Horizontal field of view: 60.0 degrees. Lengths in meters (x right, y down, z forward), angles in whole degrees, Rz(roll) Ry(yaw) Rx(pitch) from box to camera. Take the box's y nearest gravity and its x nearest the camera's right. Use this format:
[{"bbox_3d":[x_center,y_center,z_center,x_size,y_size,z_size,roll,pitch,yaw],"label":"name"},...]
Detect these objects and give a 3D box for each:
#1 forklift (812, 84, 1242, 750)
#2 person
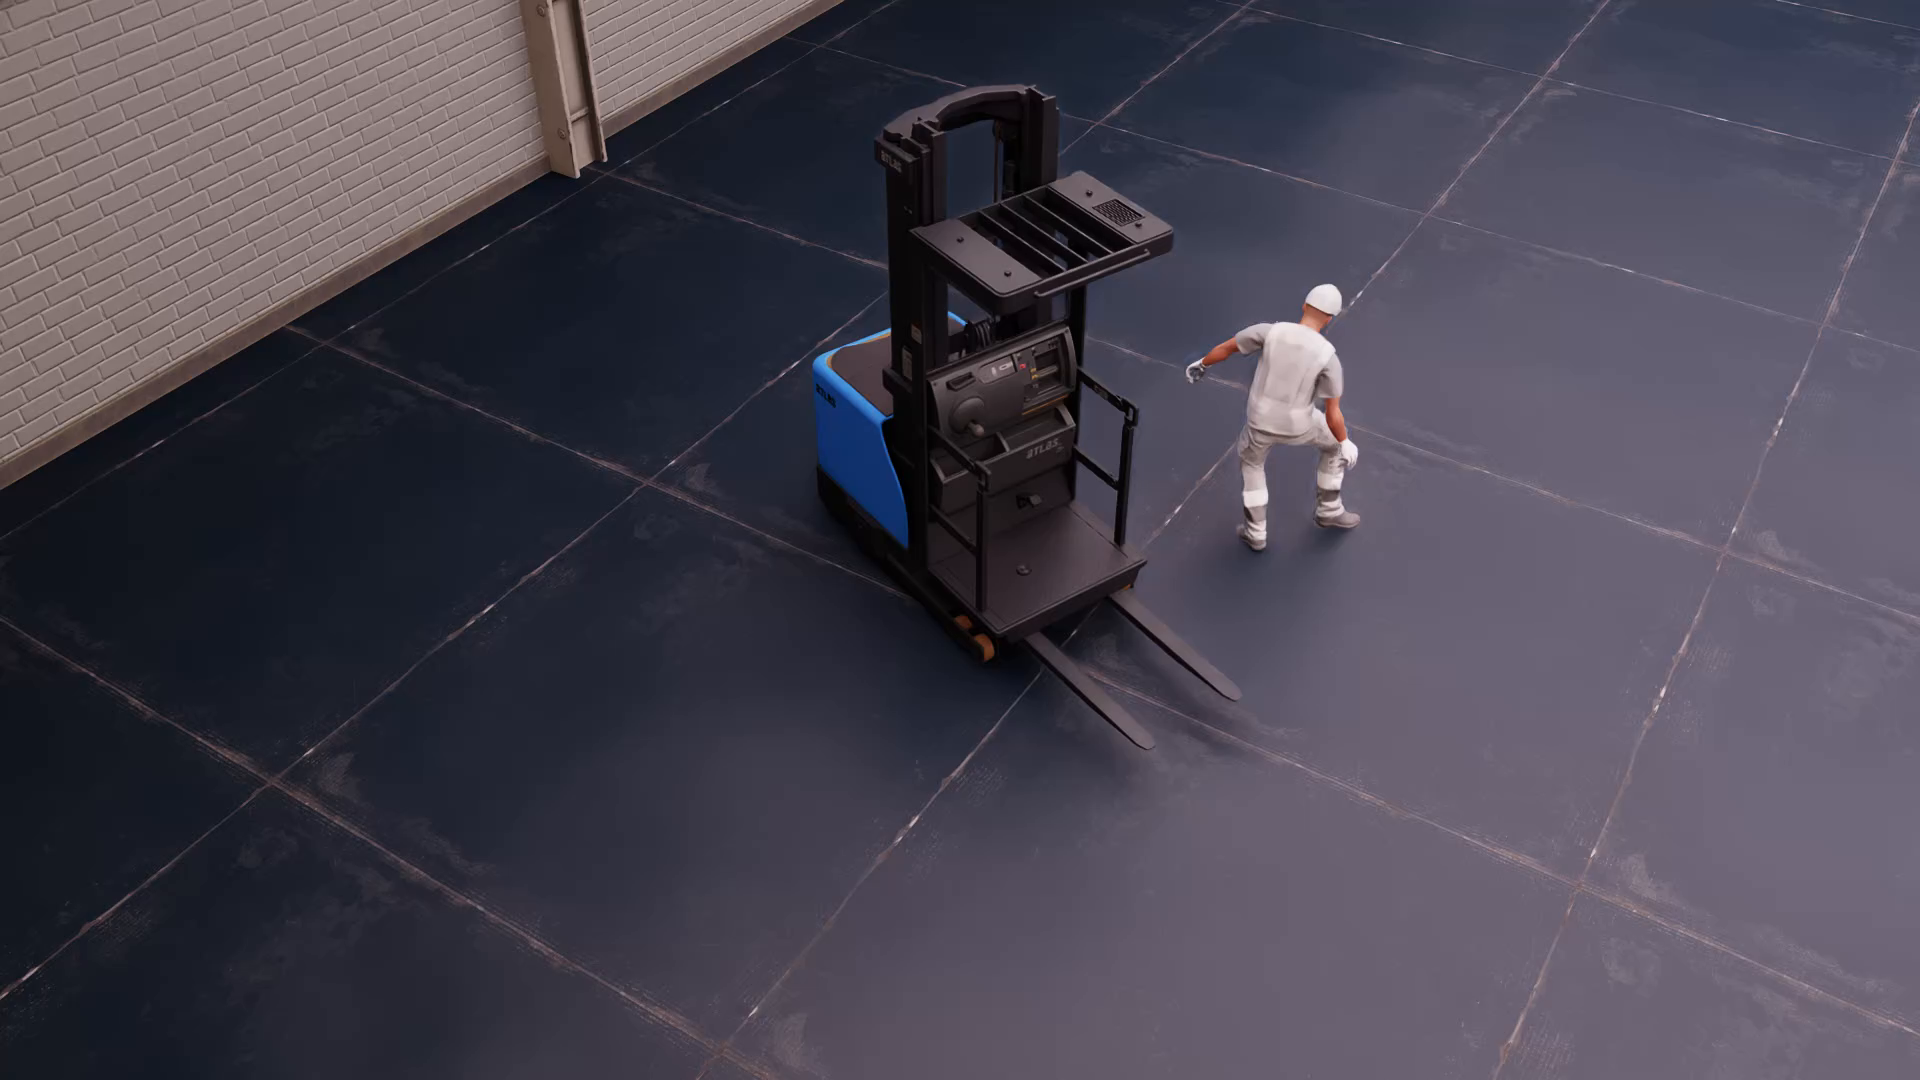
[{"bbox_3d":[0.367,-0.783,8.891,1.130,2.935,3.031,-25,46,-26],"label":"forklift"},{"bbox_3d":[1.873,-0.731,9.833,1.145,1.709,0.564,16,43,18],"label":"person"}]
